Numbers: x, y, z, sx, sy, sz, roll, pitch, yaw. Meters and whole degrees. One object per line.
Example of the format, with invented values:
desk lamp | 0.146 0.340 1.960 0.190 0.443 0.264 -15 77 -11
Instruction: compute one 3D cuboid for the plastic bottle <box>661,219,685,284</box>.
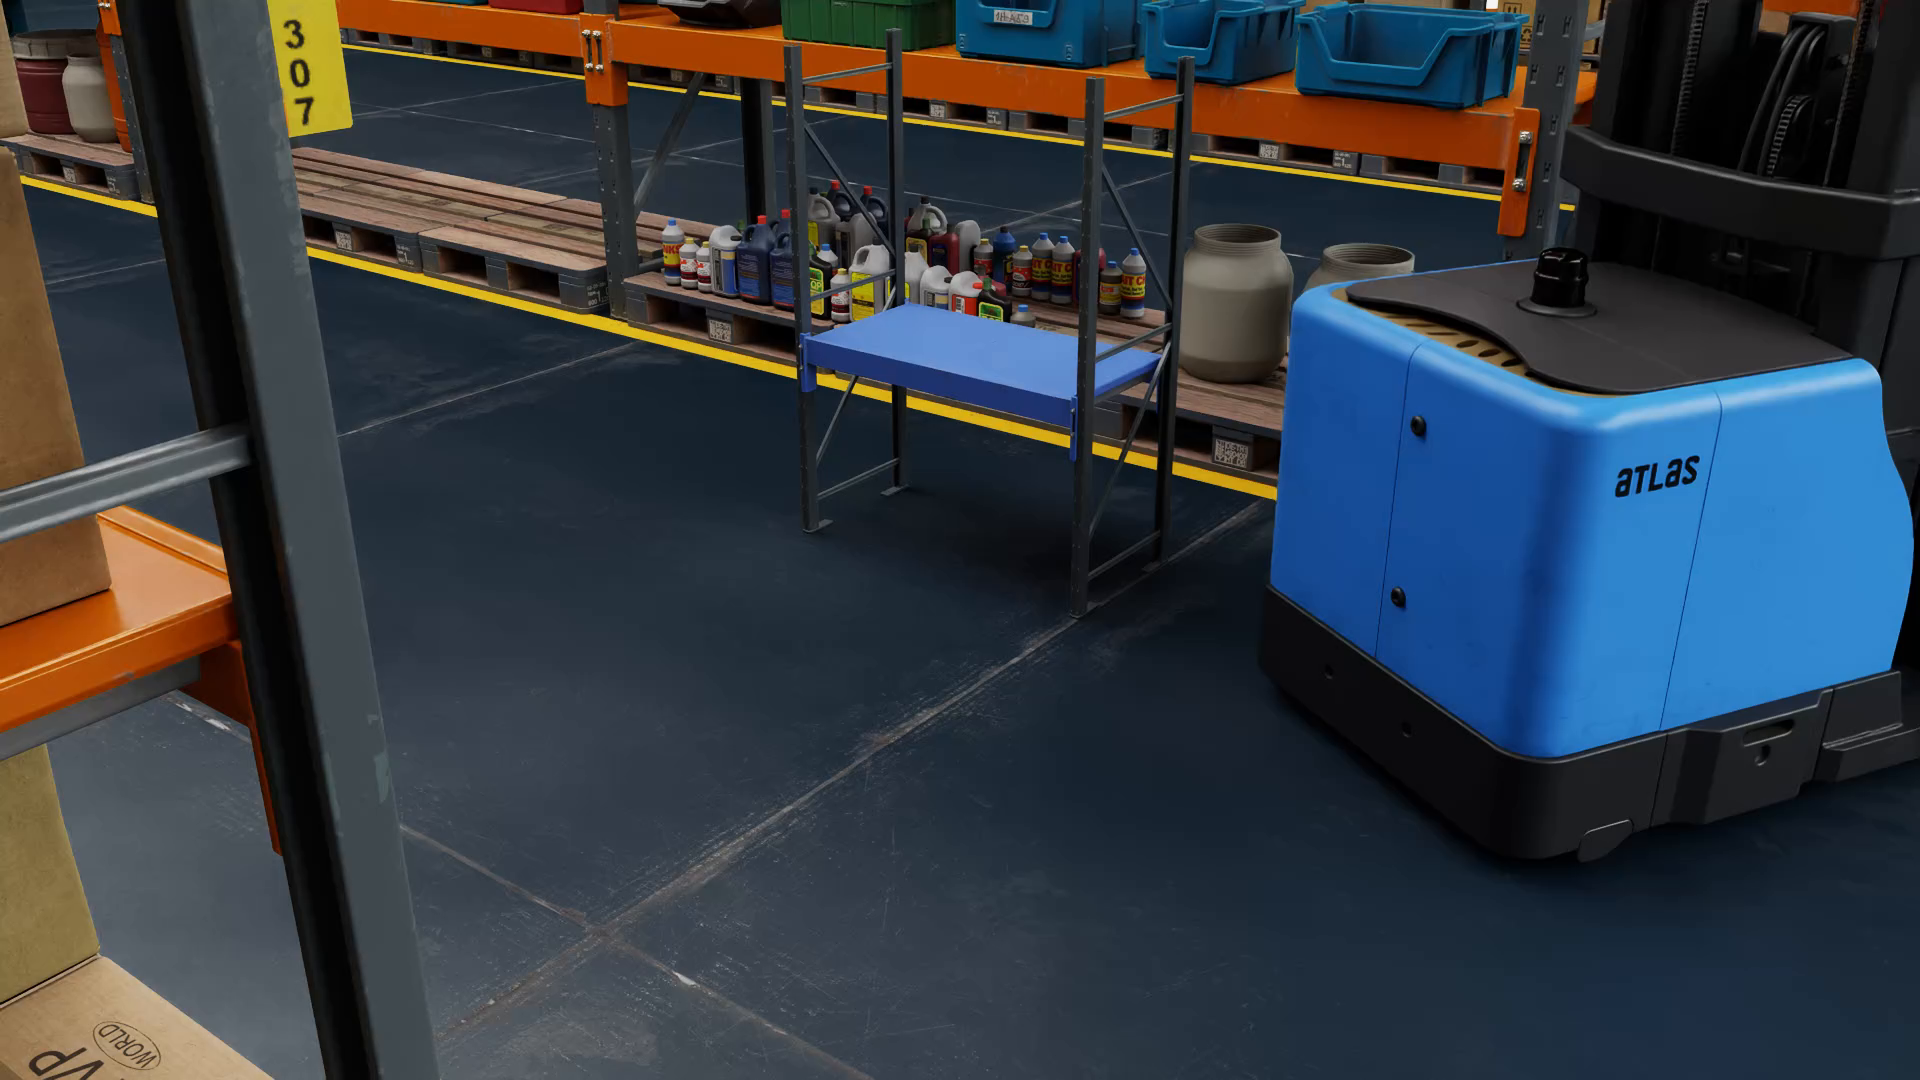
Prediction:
plastic bottle | -1.241 -1.256 7.218 0.097 0.271 0.097 0 24 0

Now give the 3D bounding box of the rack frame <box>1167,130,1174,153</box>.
rack frame | 1.737 -4.120 10.880 0.127 3.000 1.000 17 29 33

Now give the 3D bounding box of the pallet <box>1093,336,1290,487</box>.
pallet | 1.231 -0.480 6.077 1.213 0.211 1.003 17 29 33

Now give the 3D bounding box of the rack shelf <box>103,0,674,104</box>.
rack shelf | -2.834 -2.676 8.495 4.000 0.370 1.077 17 29 33

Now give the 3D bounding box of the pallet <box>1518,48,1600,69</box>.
pallet | 5.354 -4.210 14.544 1.213 0.211 1.003 17 29 33

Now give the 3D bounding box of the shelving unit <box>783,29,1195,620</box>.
shelving unit | 0.068 -0.666 4.901 1.048 1.500 0.538 17 29 33

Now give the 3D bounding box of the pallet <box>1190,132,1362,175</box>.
pallet | 2.296 -2.692 11.099 1.213 0.211 1.003 17 29 33

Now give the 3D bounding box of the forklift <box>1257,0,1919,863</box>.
forklift | 2.339 -1.021 3.931 3.031 2.935 1.130 -10 26 -21

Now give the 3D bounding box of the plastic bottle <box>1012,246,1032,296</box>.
plastic bottle | 0.270 -1.145 7.053 0.097 0.201 0.097 0 24 0

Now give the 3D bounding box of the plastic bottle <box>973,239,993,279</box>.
plastic bottle | 0.105 -1.195 7.166 0.097 0.201 0.097 0 24 0

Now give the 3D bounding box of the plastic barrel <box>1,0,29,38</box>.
plastic barrel | -6.643 -3.380 11.282 0.708 0.901 0.600 17 29 33

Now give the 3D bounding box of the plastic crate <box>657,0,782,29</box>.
plastic crate | -0.891 -2.325 6.885 0.504 0.338 0.767 17 29 33

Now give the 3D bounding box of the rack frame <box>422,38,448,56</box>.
rack frame | -4.664 -6.054 15.270 0.127 3.000 1.000 17 29 33

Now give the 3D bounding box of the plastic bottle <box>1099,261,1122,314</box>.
plastic bottle | 0.621 -1.039 6.813 0.097 0.201 0.097 0 24 0

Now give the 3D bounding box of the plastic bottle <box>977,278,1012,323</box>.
plastic bottle | 0.130 -0.838 6.254 0.133 0.283 0.061 18 29 35

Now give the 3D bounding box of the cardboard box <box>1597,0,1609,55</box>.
cardboard box | 5.978 -4.524 13.911 0.875 0.875 0.875 17 29 34

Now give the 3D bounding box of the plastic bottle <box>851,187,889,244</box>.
plastic bottle | -0.392 -1.401 7.450 0.185 0.351 0.144 15 28 31

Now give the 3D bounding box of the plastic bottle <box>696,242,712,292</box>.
plastic bottle | -1.079 -1.175 7.121 0.097 0.201 0.097 0 24 0

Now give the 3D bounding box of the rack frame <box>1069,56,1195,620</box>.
rack frame | 0.475 -0.543 4.622 0.032 1.500 0.500 17 29 33

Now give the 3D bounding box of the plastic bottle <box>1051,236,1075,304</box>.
plastic bottle | 0.429 -1.129 6.930 0.097 0.271 0.097 0 24 0

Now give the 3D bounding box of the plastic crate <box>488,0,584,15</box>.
plastic crate | -1.804 -2.569 7.281 0.583 0.464 0.402 17 29 33

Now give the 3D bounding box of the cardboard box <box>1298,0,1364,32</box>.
cardboard box | 3.472 -5.214 15.632 0.750 0.750 1.050 17 29 33

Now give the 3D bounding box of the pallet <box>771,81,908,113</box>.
pallet | -0.839 -3.621 13.207 1.213 0.211 1.003 17 29 33

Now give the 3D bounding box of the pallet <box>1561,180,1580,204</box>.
pallet | 4.248 -2.102 9.760 1.213 0.211 1.003 17 29 33

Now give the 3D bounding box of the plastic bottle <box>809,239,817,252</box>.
plastic bottle | -0.648 -1.149 6.976 0.097 0.271 0.097 0 24 0

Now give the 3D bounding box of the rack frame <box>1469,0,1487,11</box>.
rack frame | 4.793 -5.695 14.456 0.127 3.000 1.000 17 29 33

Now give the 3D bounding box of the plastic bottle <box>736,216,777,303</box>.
plastic bottle | -0.836 -1.182 6.951 0.185 0.351 0.144 18 29 35

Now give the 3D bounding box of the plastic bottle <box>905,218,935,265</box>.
plastic bottle | -0.174 -1.253 7.197 0.133 0.283 0.061 17 29 33

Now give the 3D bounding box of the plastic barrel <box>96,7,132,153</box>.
plastic barrel | -4.836 -2.801 10.057 0.708 0.830 0.600 17 29 33

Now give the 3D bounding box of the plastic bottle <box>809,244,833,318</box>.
plastic bottle | -0.578 -1.052 6.740 0.133 0.283 0.061 18 30 36

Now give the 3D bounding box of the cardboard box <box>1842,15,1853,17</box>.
cardboard box | 7.411 -4.091 12.928 0.875 0.875 0.875 17 29 34

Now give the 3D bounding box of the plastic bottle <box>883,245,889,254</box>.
plastic bottle | -0.276 -1.053 6.752 0.135 0.276 0.152 17 29 33

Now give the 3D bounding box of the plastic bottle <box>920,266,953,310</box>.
plastic bottle | -0.062 -0.915 6.439 0.135 0.276 0.152 16 28 32

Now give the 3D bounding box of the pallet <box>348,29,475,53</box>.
pallet | -5.226 -4.987 16.307 1.213 0.211 1.003 17 29 33

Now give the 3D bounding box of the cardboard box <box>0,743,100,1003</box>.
cardboard box | -1.703 0.444 2.481 0.500 0.500 0.500 17 29 33

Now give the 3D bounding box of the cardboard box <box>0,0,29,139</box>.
cardboard box | -1.191 -0.464 1.654 0.250 0.149 0.380 17 29 33

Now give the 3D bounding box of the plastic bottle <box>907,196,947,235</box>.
plastic bottle | -0.133 -1.323 7.273 0.185 0.351 0.144 17 29 33

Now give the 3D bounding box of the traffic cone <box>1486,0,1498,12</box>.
traffic cone | 5.849 -6.004 18.303 0.334 0.463 0.336 17 29 33

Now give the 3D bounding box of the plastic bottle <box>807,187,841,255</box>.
plastic bottle | -0.632 -1.401 7.450 0.185 0.351 0.144 17 29 33

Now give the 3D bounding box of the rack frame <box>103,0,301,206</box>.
rack frame | -4.434 -3.489 9.448 0.127 3.000 1.000 17 29 33

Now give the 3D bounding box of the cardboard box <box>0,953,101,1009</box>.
cardboard box | -1.704 0.788 2.631 0.500 0.250 0.500 17 29 33

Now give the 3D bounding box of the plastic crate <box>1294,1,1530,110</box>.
plastic crate | 1.387 -1.511 5.143 0.616 0.251 0.499 17 29 33

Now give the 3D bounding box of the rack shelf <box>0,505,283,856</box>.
rack shelf | -2.607 -0.111 2.675 4.000 0.370 1.077 17 29 33

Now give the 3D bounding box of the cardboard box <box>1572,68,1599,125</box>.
cardboard box | 3.949 -2.490 9.762 0.500 0.500 0.500 -17 29 -34

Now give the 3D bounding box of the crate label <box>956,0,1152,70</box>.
crate label | 0.332 -1.928 5.862 0.616 0.435 0.502 17 29 33

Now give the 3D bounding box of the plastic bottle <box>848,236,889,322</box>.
plastic bottle | -0.345 -1.033 6.614 0.185 0.351 0.144 17 29 33

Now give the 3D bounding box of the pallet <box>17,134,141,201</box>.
pallet | -5.090 -2.390 10.412 1.213 0.211 1.003 17 29 33

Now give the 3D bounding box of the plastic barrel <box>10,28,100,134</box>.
plastic barrel | -5.740 -2.963 10.725 0.708 0.588 0.600 17 29 33

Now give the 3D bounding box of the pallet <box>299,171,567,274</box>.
pallet | -2.866 -1.718 8.887 1.213 0.211 1.003 17 29 33

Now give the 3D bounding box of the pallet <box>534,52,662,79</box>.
pallet | -3.021 -4.321 14.795 1.213 0.211 1.003 17 29 33

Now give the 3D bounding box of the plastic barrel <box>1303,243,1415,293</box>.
plastic barrel | 1.395 -0.742 5.780 0.421 0.512 0.421 0 24 0

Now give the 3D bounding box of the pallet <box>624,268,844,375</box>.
pallet | -0.721 -1.070 7.416 1.213 0.211 1.003 17 29 33

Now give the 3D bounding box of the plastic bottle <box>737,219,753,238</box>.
plastic bottle | -0.903 -1.226 7.137 0.133 0.283 0.061 17 29 33

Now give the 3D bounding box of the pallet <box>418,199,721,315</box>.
pallet | -1.885 -1.423 8.217 1.213 0.211 1.003 17 29 33

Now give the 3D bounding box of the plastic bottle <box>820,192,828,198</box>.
plastic bottle | -0.651 -1.470 7.689 0.133 0.283 0.061 19 30 36
